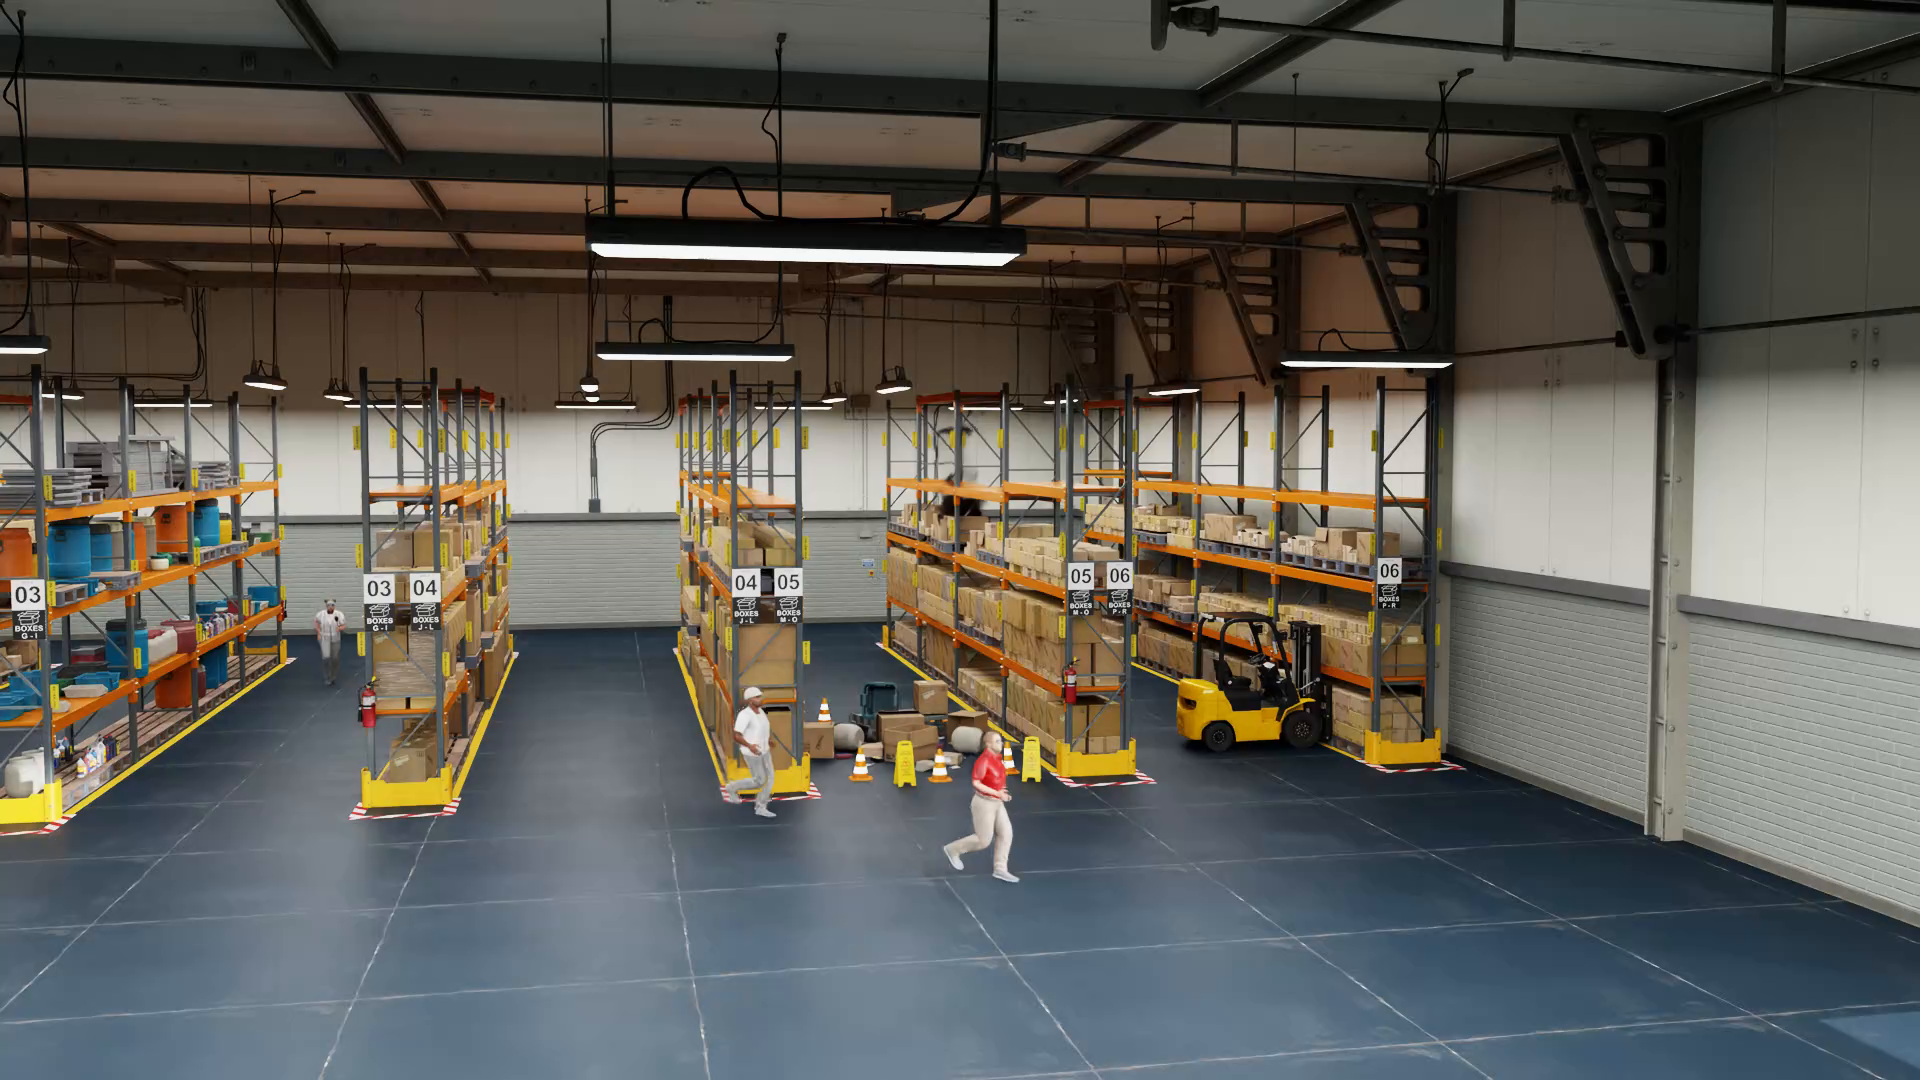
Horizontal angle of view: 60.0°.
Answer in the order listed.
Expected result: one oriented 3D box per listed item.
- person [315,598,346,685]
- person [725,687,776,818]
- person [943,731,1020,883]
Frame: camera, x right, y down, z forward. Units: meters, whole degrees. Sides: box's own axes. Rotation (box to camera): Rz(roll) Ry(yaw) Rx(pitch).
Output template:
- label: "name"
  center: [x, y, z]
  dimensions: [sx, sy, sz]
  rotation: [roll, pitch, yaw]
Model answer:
- label: "person"
  center: [-12.996, 2.102, 34.368]
  dimensions: [0.588, 1.838, 0.912]
  rotation: [-2, 4, -26]
- label: "person"
  center: [-2.772, 2.825, 22.218]
  dimensions: [0.720, 1.738, 0.700]
  rotation: [1, 4, 23]
- label: "person"
  center: [0.261, 3.029, 18.981]
  dimensions: [0.885, 1.717, 0.653]
  rotation: [2, 4, 24]
